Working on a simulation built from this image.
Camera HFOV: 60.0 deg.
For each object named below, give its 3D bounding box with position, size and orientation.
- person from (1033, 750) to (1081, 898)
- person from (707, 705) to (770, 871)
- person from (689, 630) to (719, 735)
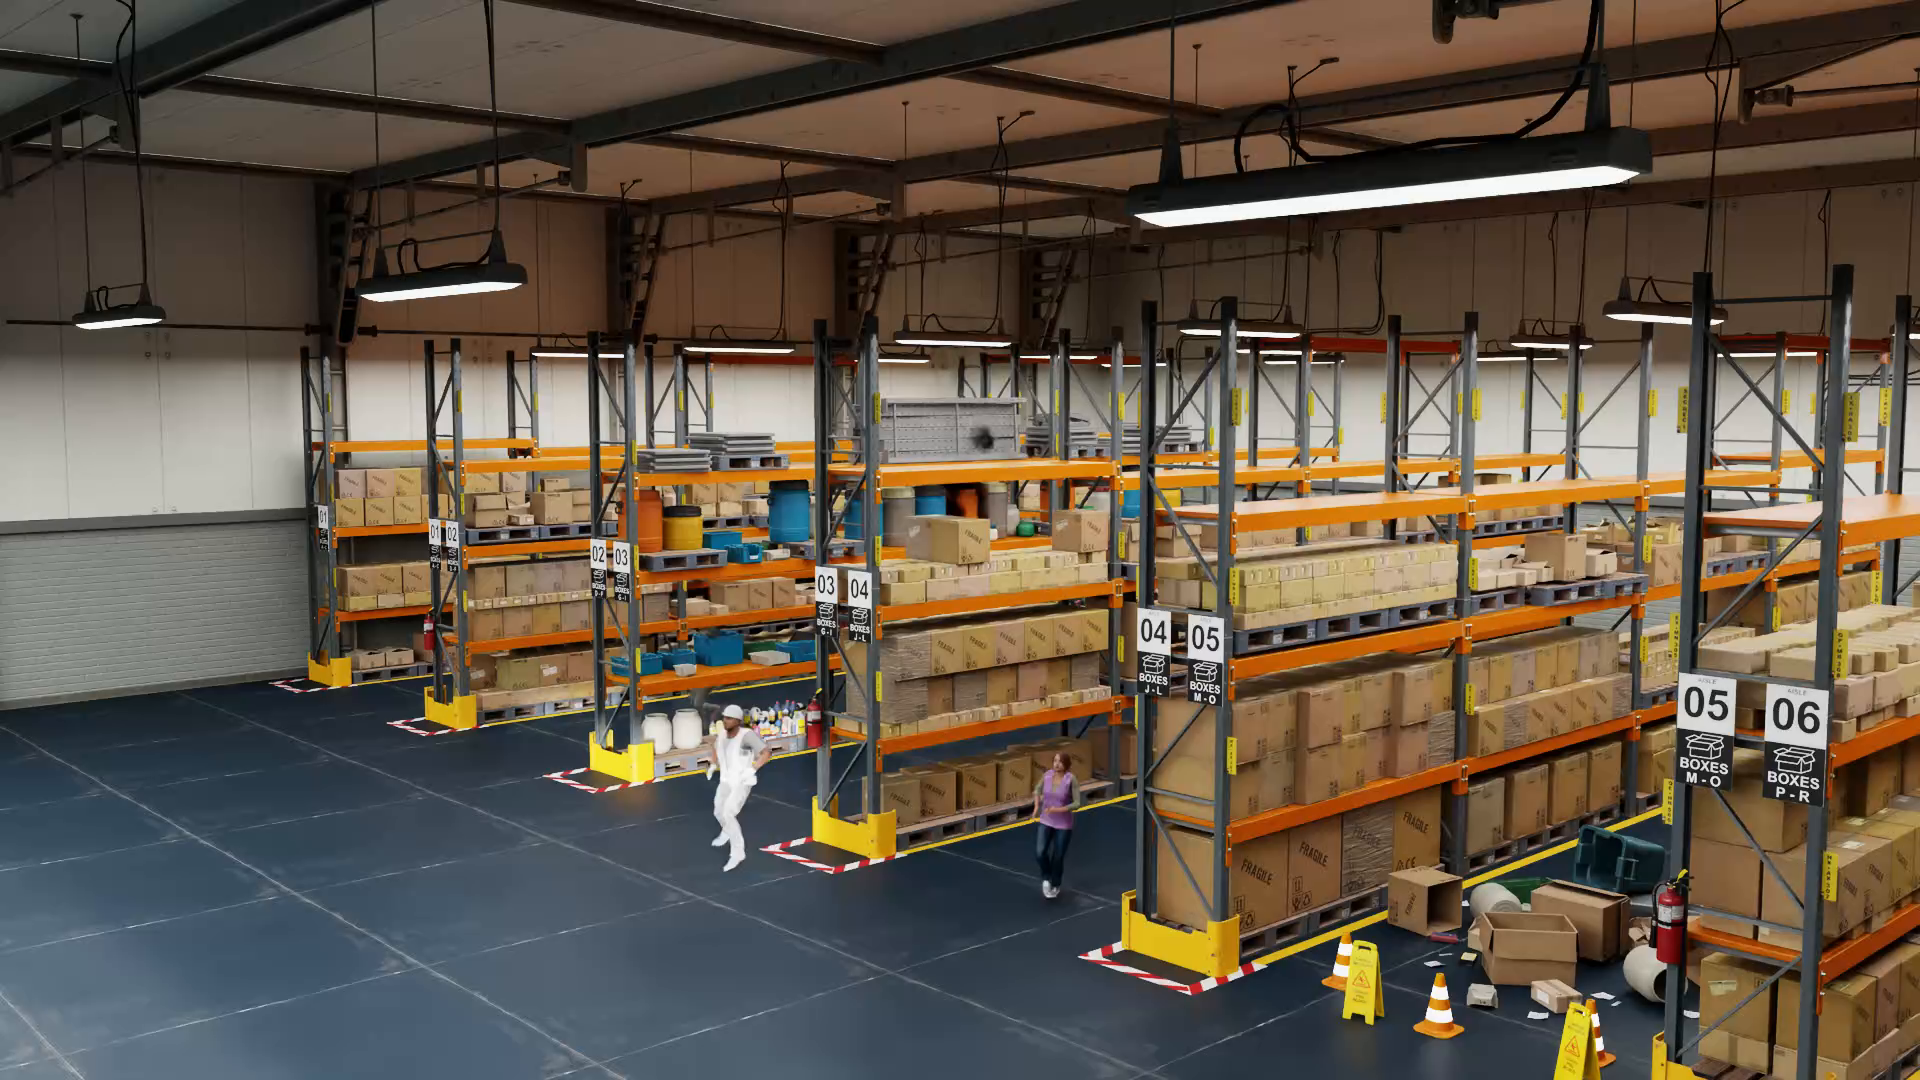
[{"bbox_3d":[0.970,2.899,16.884,0.529,1.550,0.554,1,5,16],"label":"person"},{"bbox_3d":[-2.534,2.671,18.361,0.918,1.744,0.800,4,6,37],"label":"person"},{"bbox_3d":[-3.841,2.159,25.205,0.582,1.618,0.578,5,7,44],"label":"person"}]
